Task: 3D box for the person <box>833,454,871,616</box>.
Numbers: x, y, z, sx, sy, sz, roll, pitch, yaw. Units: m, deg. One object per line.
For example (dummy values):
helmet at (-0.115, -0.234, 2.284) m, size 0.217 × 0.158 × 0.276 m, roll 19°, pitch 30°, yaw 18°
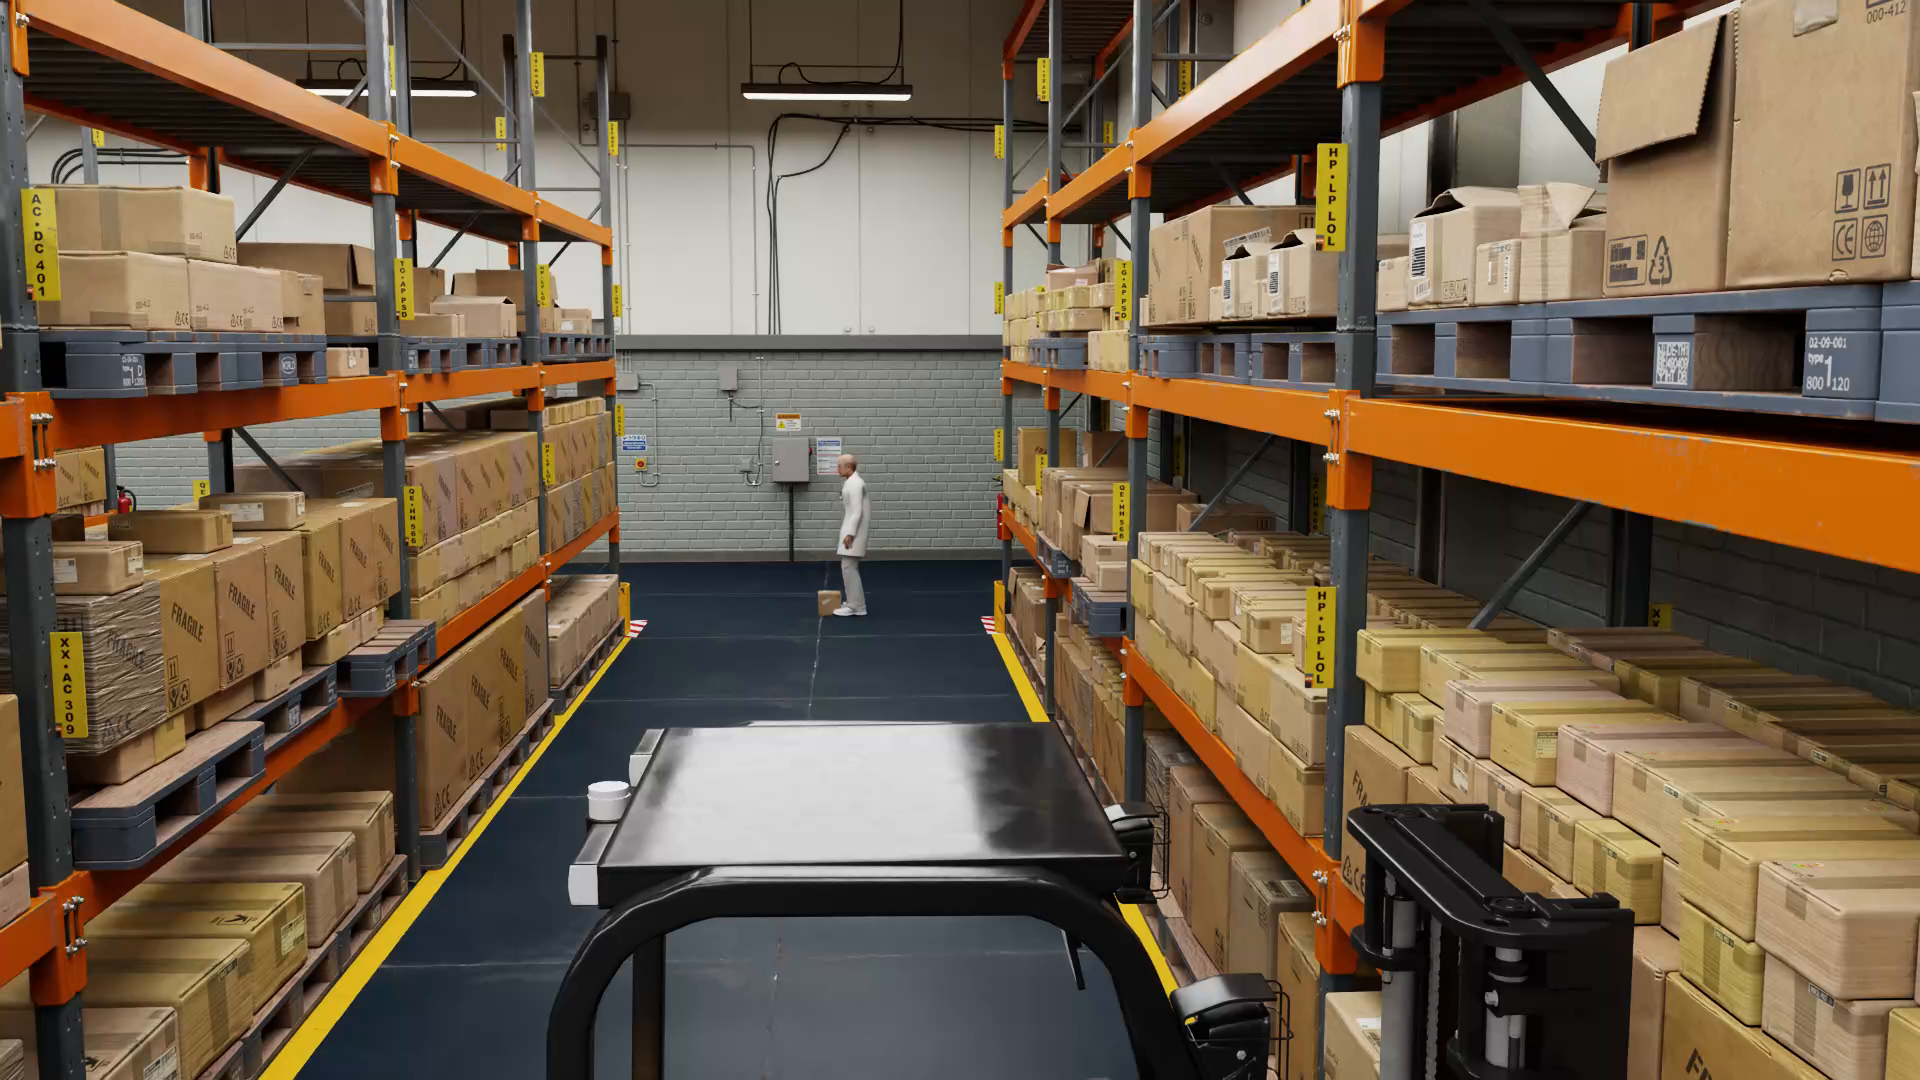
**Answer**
person at (-1.198, -0.063, 18.339) m, size 0.426 × 1.774 × 0.622 m, roll -1°, pitch 7°, yaw -6°
